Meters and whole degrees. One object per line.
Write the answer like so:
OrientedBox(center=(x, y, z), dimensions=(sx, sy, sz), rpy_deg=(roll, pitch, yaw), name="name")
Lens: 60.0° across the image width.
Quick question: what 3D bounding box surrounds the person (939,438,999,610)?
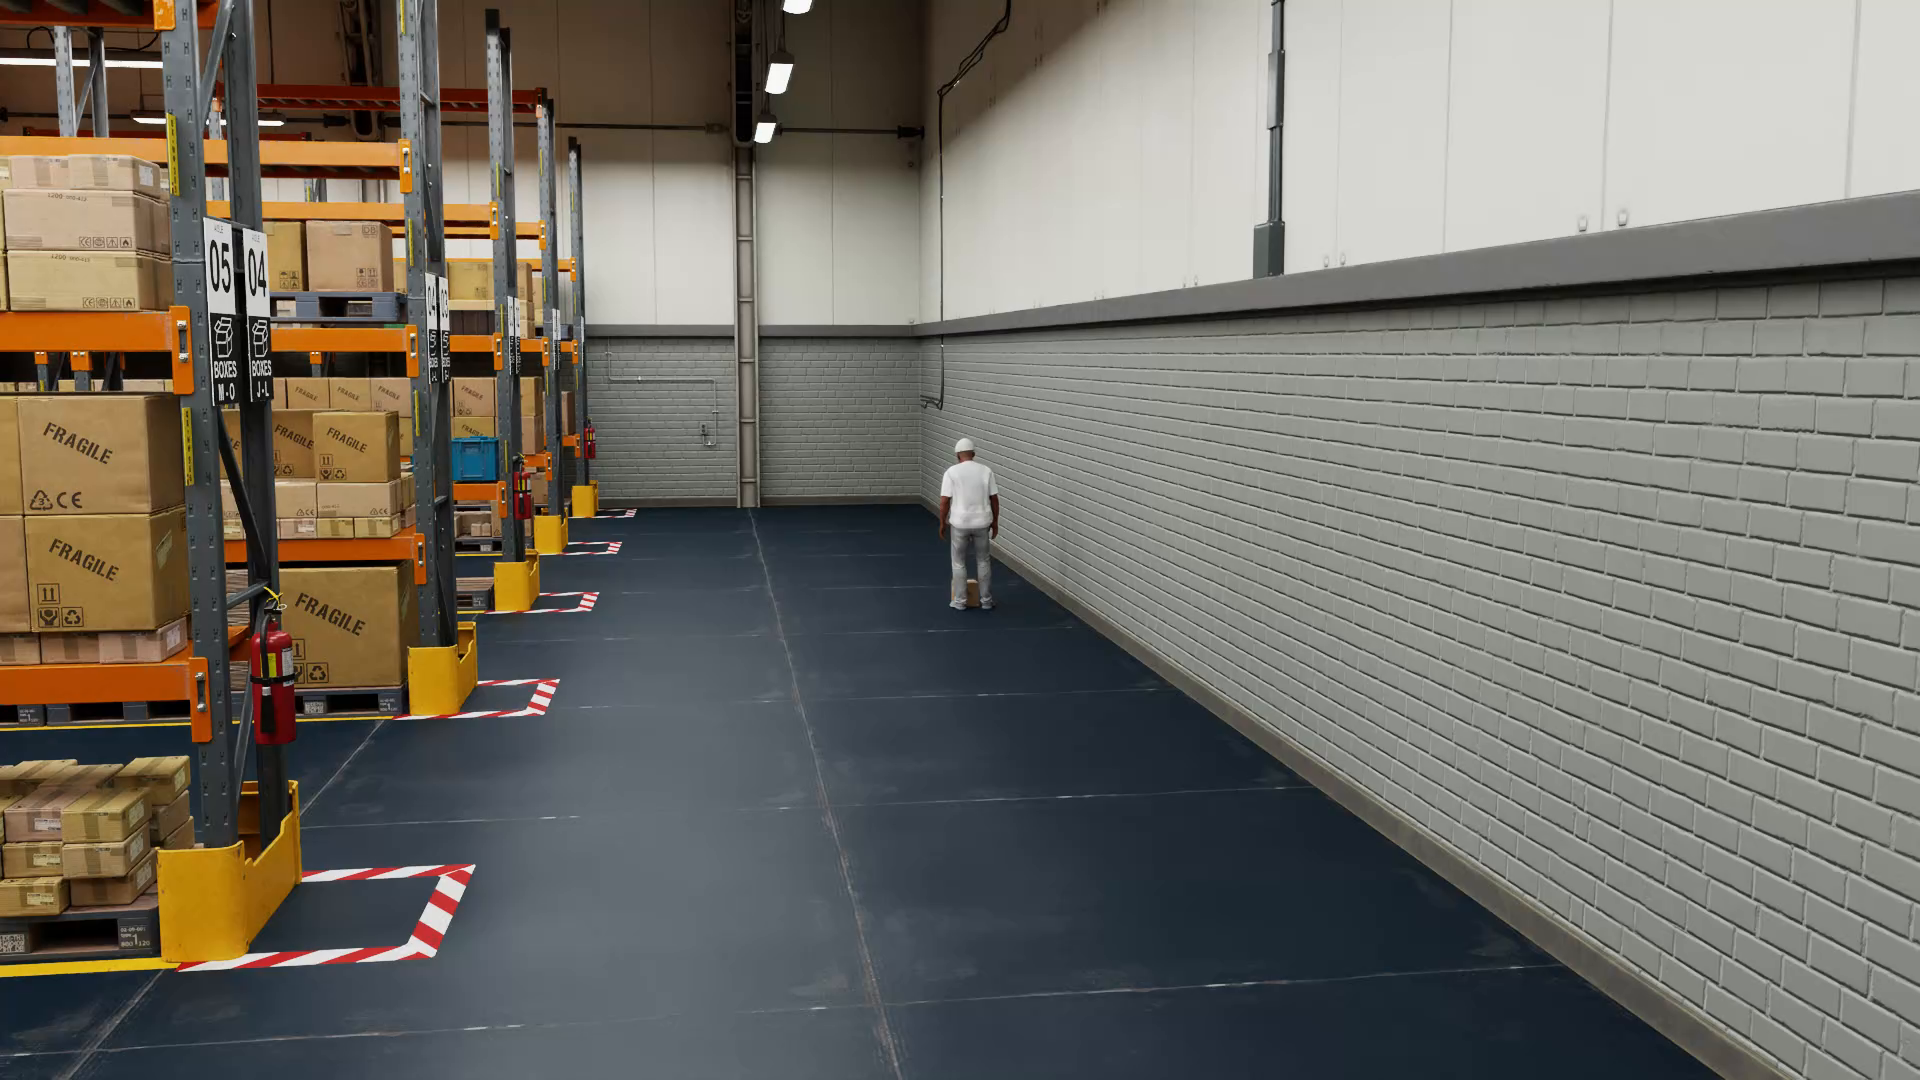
OrientedBox(center=(0.091, -0.165, 17.120), dimensions=(0.632, 1.755, 0.462), rpy_deg=(-1, 7, -12), name="person")
